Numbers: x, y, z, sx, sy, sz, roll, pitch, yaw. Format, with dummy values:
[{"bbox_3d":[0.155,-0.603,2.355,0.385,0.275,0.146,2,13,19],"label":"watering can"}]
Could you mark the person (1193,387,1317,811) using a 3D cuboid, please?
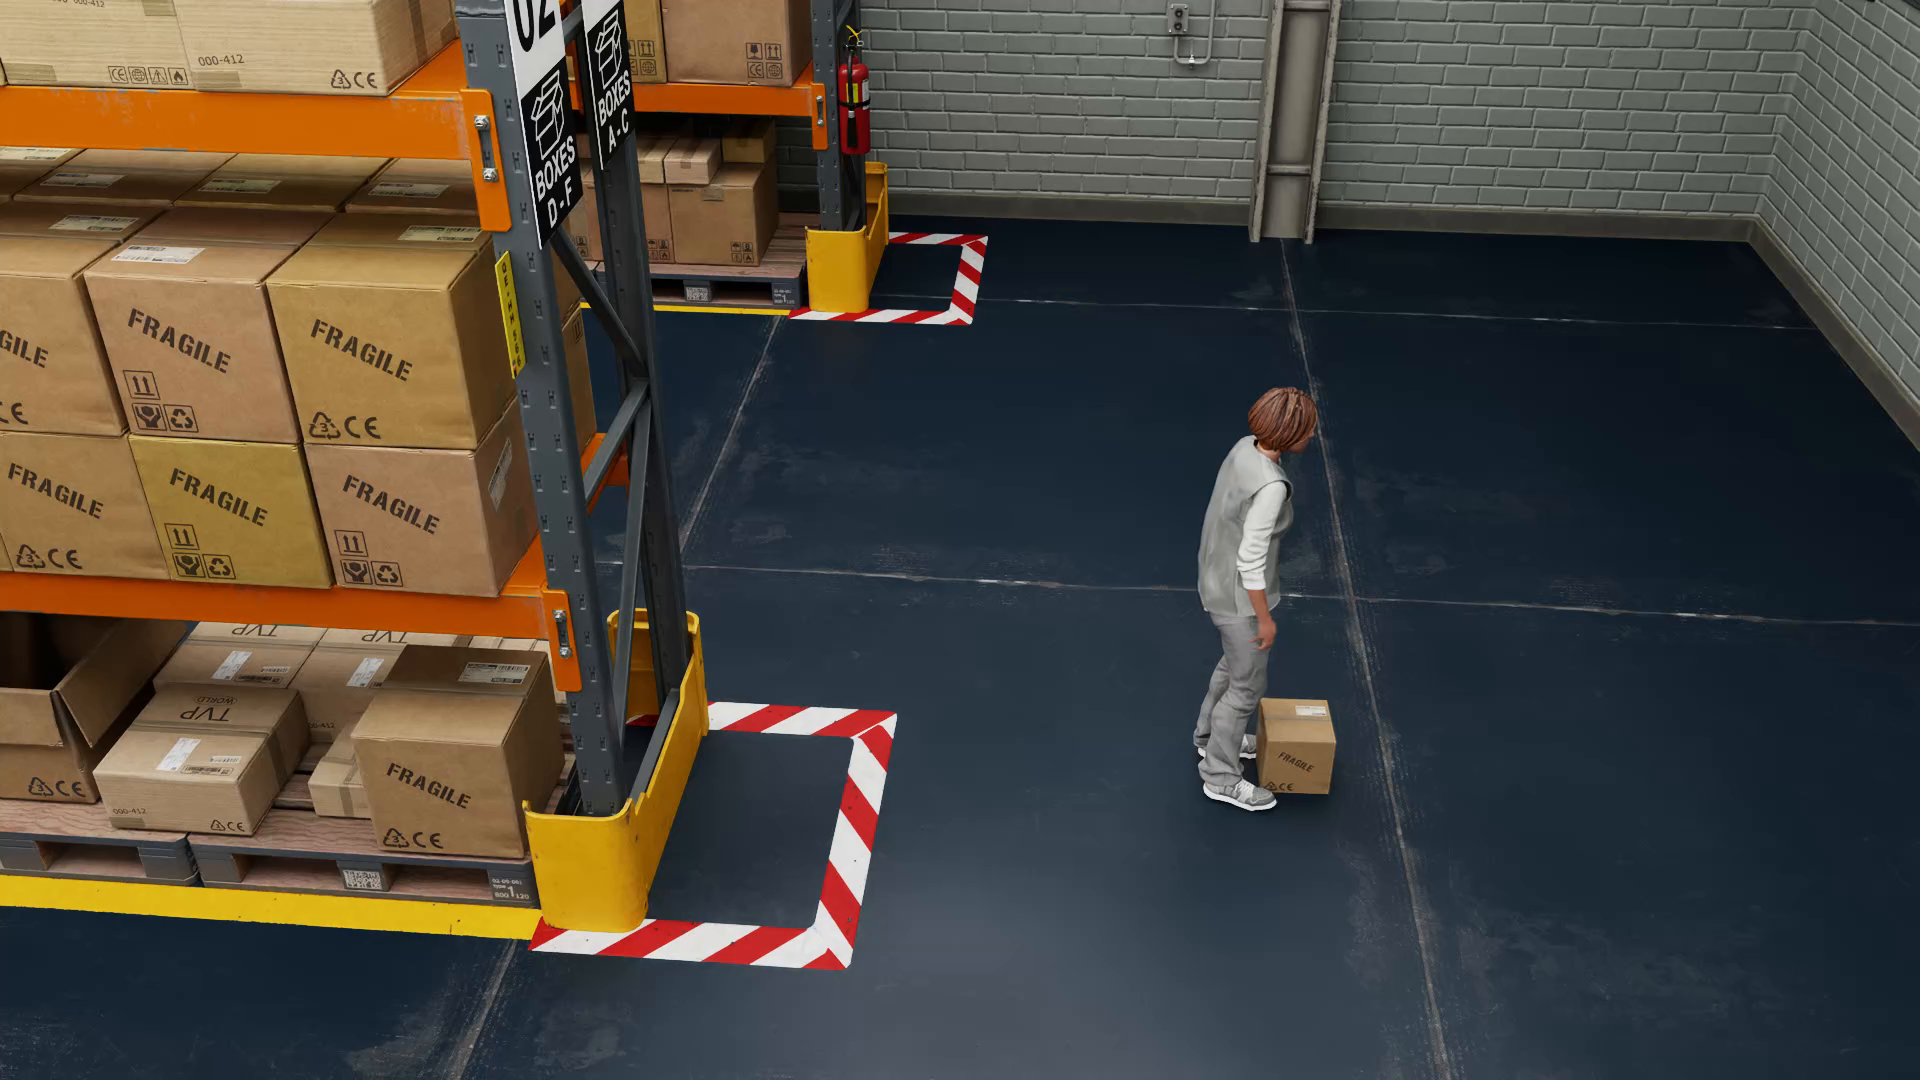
[{"bbox_3d":[1.008,0.191,5.844,0.340,1.594,0.484,1,32,2],"label":"person"}]
